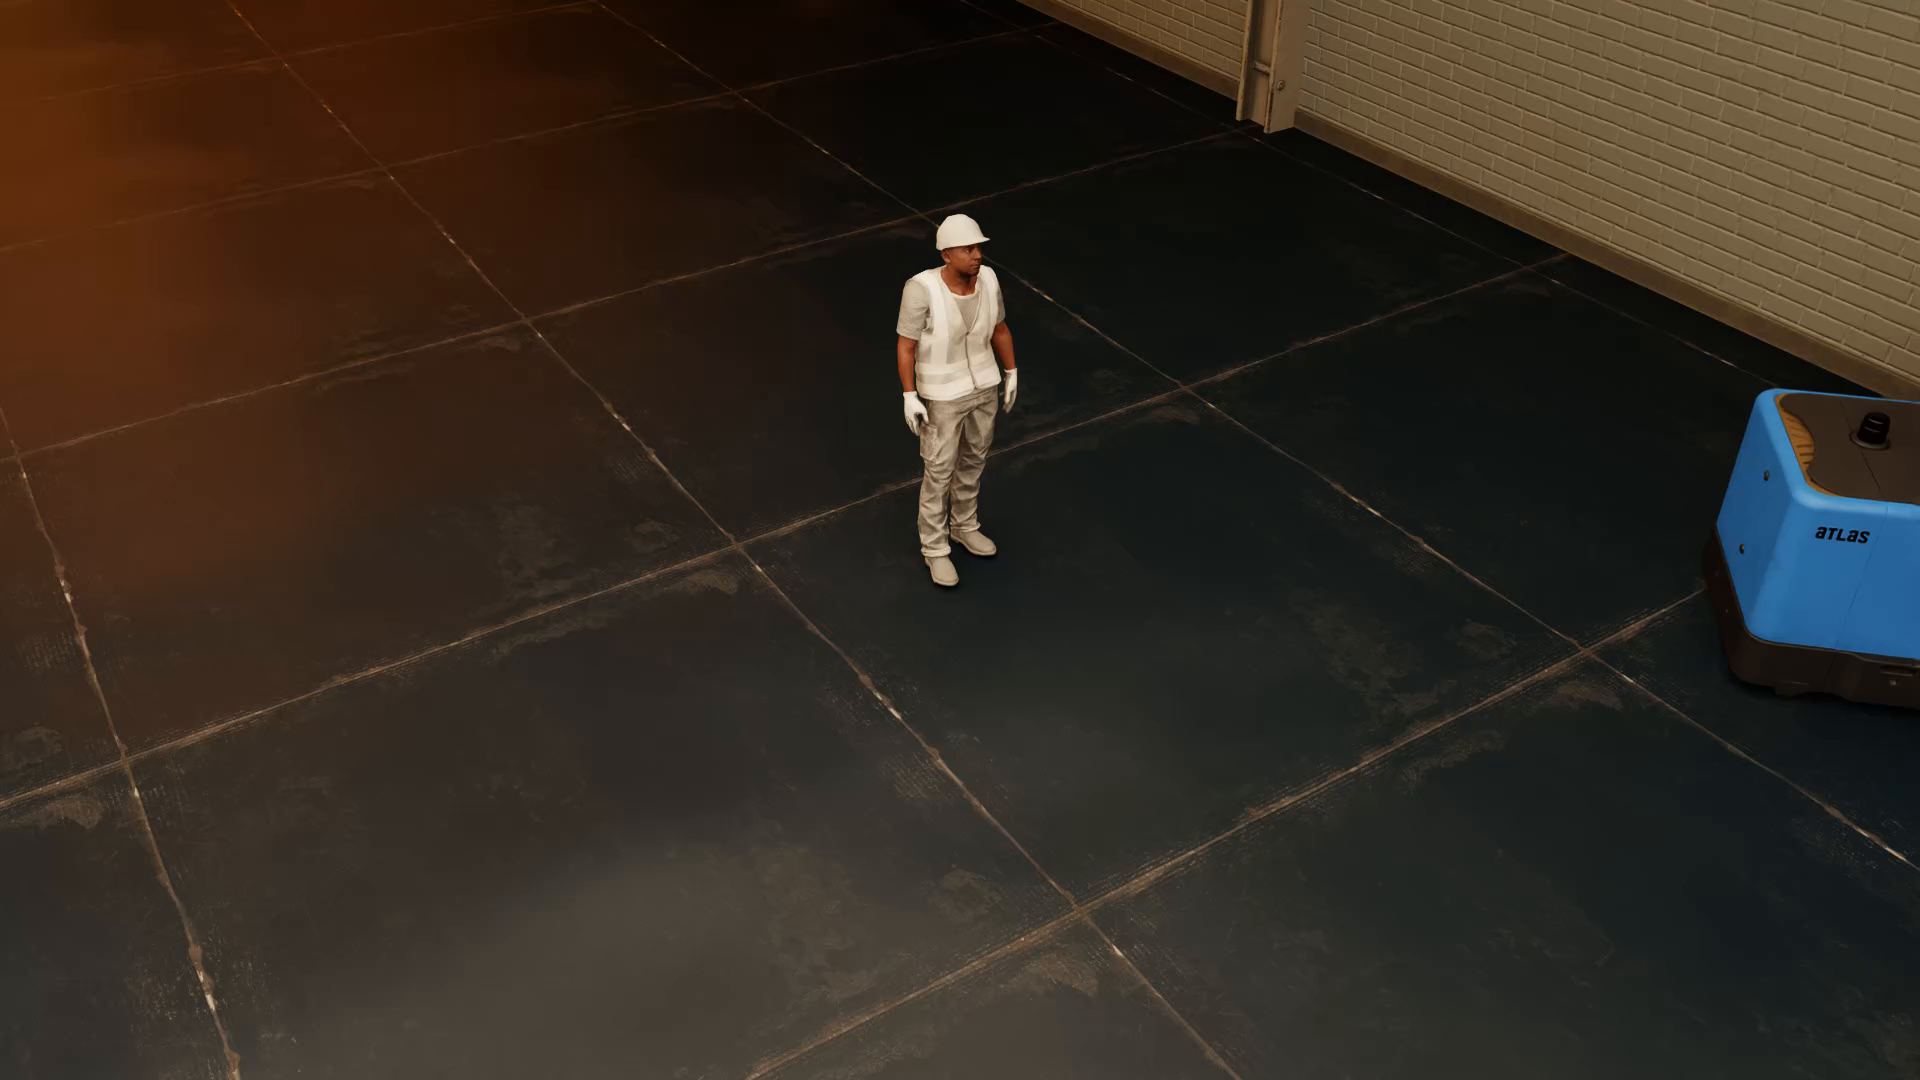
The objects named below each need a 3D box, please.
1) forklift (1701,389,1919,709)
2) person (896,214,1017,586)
[{"bbox_3d":[5.144,-0.609,7.014,3.031,2.935,1.130,7,36,9],"label":"forklift"},{"bbox_3d":[0.033,-0.698,8.127,0.656,1.784,0.575,-21,40,-27],"label":"person"}]
